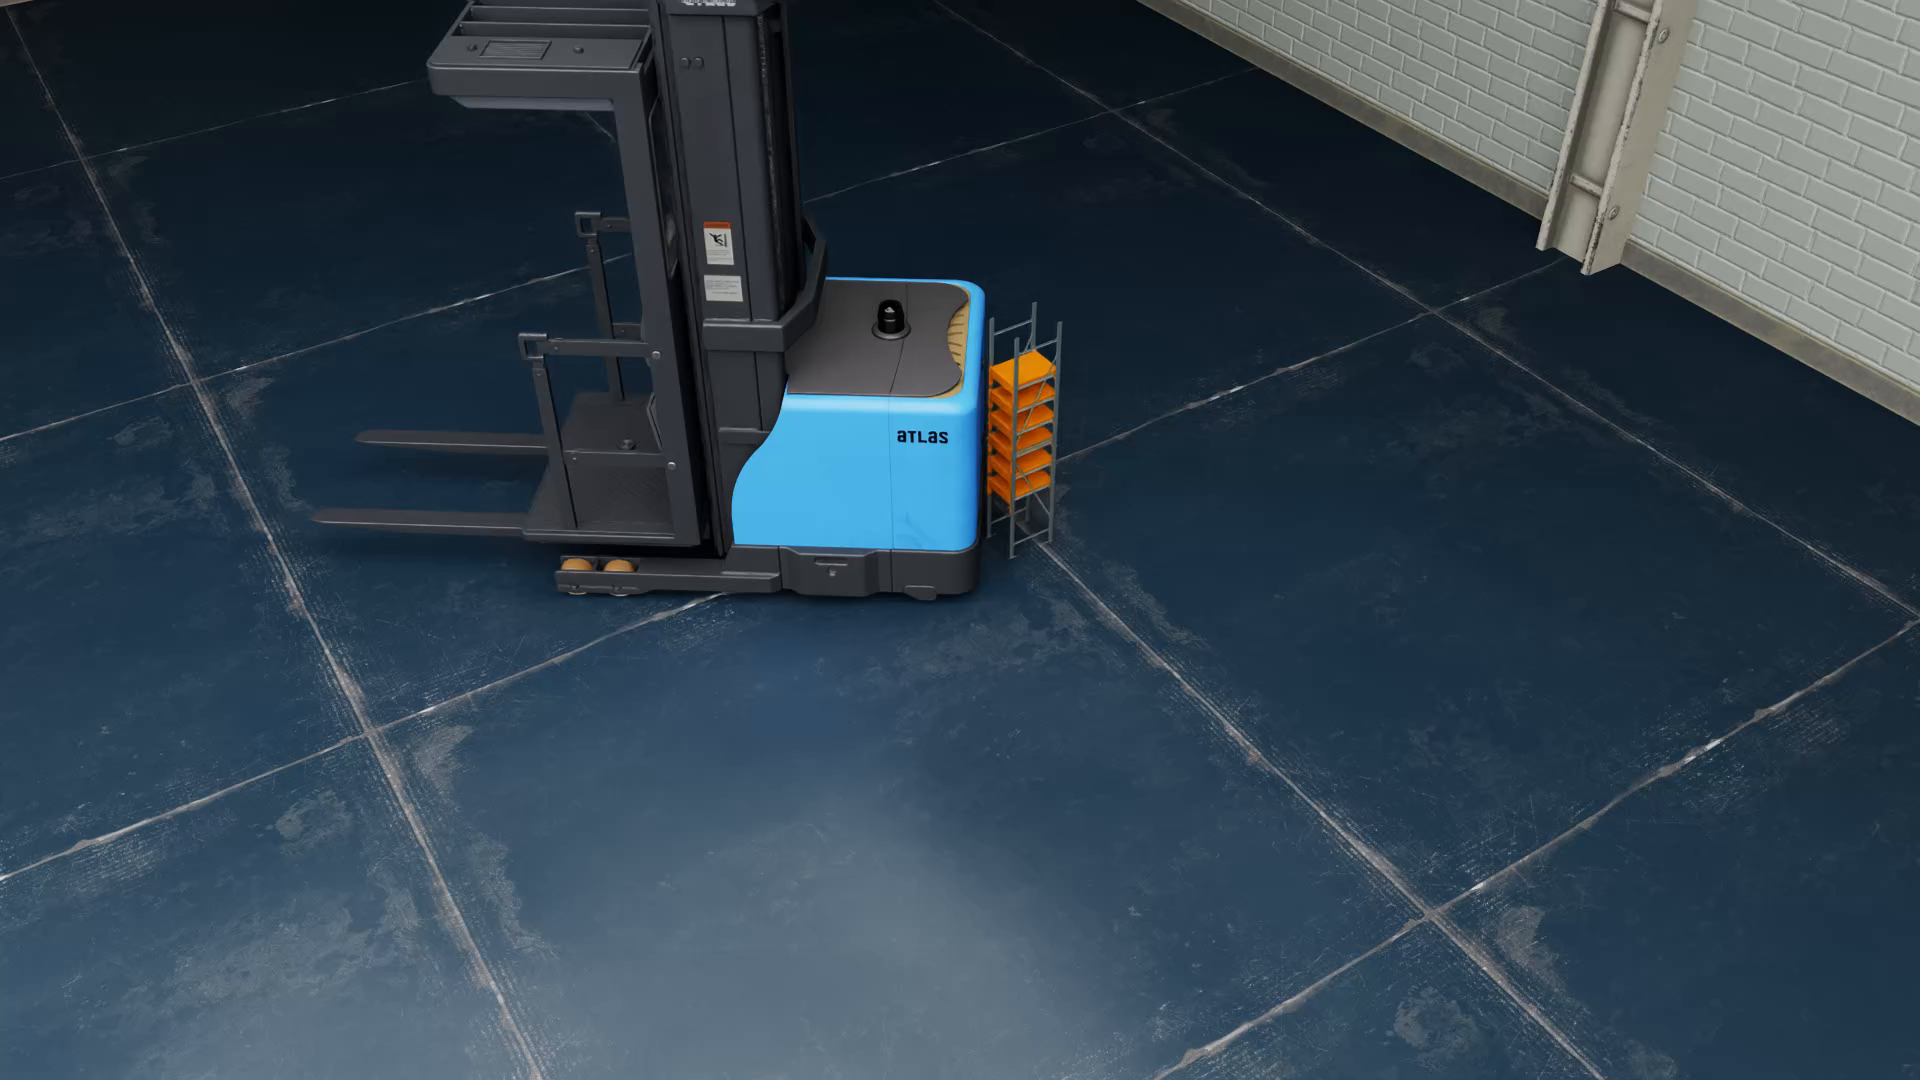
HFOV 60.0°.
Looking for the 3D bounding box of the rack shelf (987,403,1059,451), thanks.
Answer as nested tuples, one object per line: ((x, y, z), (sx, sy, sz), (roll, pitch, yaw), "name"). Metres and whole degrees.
((0.276, -0.520, 7.319), (0.258, 0.103, 0.180), (-23, 45, -25), "rack shelf")

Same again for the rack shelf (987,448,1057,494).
((0.276, -0.336, 7.472), (0.258, 0.103, 0.180), (-23, 45, -25), "rack shelf")

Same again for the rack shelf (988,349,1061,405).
((0.276, -0.704, 7.165), (0.258, 0.103, 0.180), (-23, 45, -25), "rack shelf")

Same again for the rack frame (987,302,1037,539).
((0.226, -0.511, 7.425), (0.240, 1.200, 0.006), (-23, 45, -25), "rack frame")

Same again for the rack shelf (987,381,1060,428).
((0.276, -0.612, 7.242), (0.258, 0.103, 0.180), (-23, 45, -25), "rack shelf")

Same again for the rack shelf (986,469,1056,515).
((0.276, -0.243, 7.549), (0.258, 0.103, 0.180), (-23, 45, -25), "rack shelf")

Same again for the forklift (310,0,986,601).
((-1.408, -1.210, 6.913), (3.031, 2.935, 1.130), (2, 40, 2), "forklift")

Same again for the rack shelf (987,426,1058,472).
((0.276, -0.428, 7.395), (0.258, 0.103, 0.180), (-23, 45, -25), "rack shelf")

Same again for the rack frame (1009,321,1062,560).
((0.327, -0.413, 7.309), (0.240, 1.200, 0.006), (-23, 45, -25), "rack frame")

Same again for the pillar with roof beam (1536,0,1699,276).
((0.006, -3.656, 5.108), (9.100, 9.000, 0.400), (-22, 45, -24), "pillar with roof beam")

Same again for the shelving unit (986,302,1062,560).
((0.276, -0.462, 7.367), (0.258, 1.200, 0.189), (-23, 45, -25), "shelving unit")
